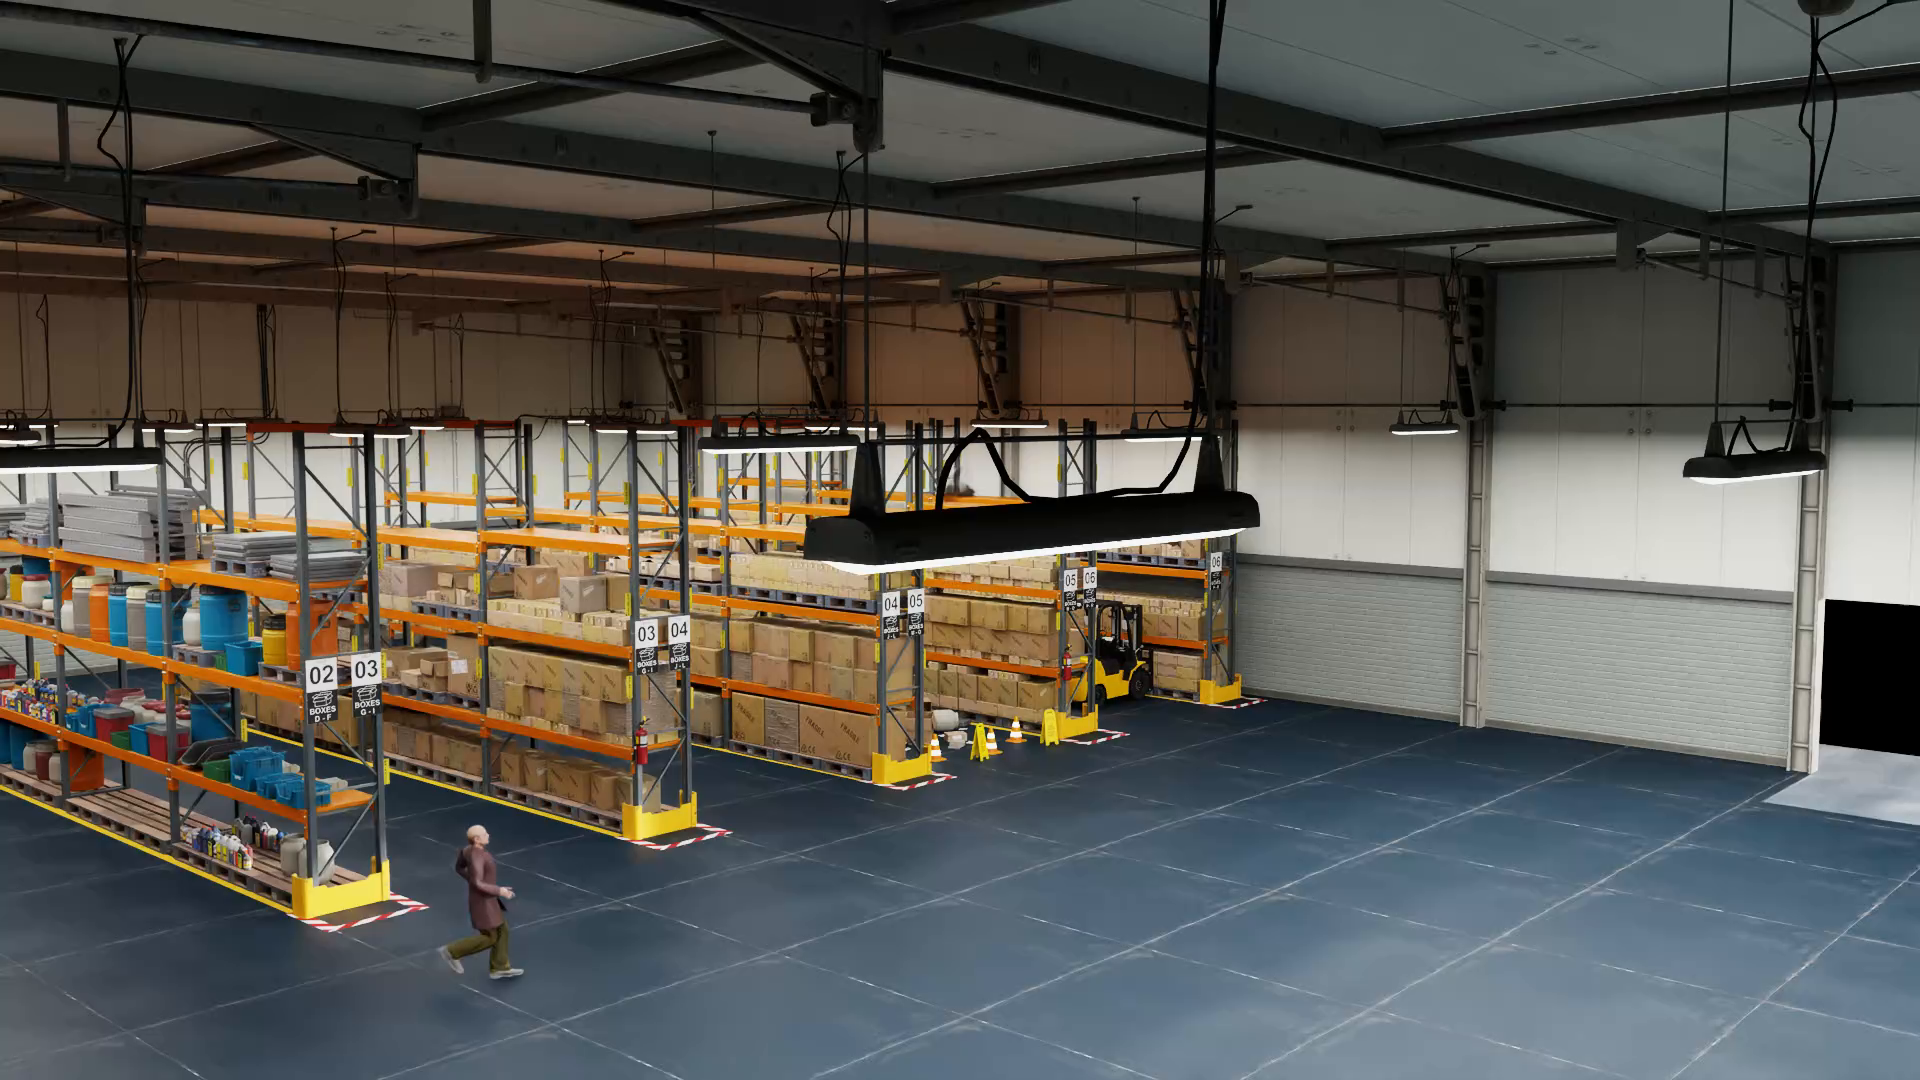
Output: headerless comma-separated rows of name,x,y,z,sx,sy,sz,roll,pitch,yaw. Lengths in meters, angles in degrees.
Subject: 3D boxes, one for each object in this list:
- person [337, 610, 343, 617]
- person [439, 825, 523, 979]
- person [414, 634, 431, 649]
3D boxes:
person,-14.410,2.415,38.401,0.732,1.617,0.918,0,5,2
person,-5.263,3.980,18.229,0.904,1.744,0.725,-2,5,-23
person,-13.040,2.275,40.201,0.753,1.537,0.612,0,5,3
